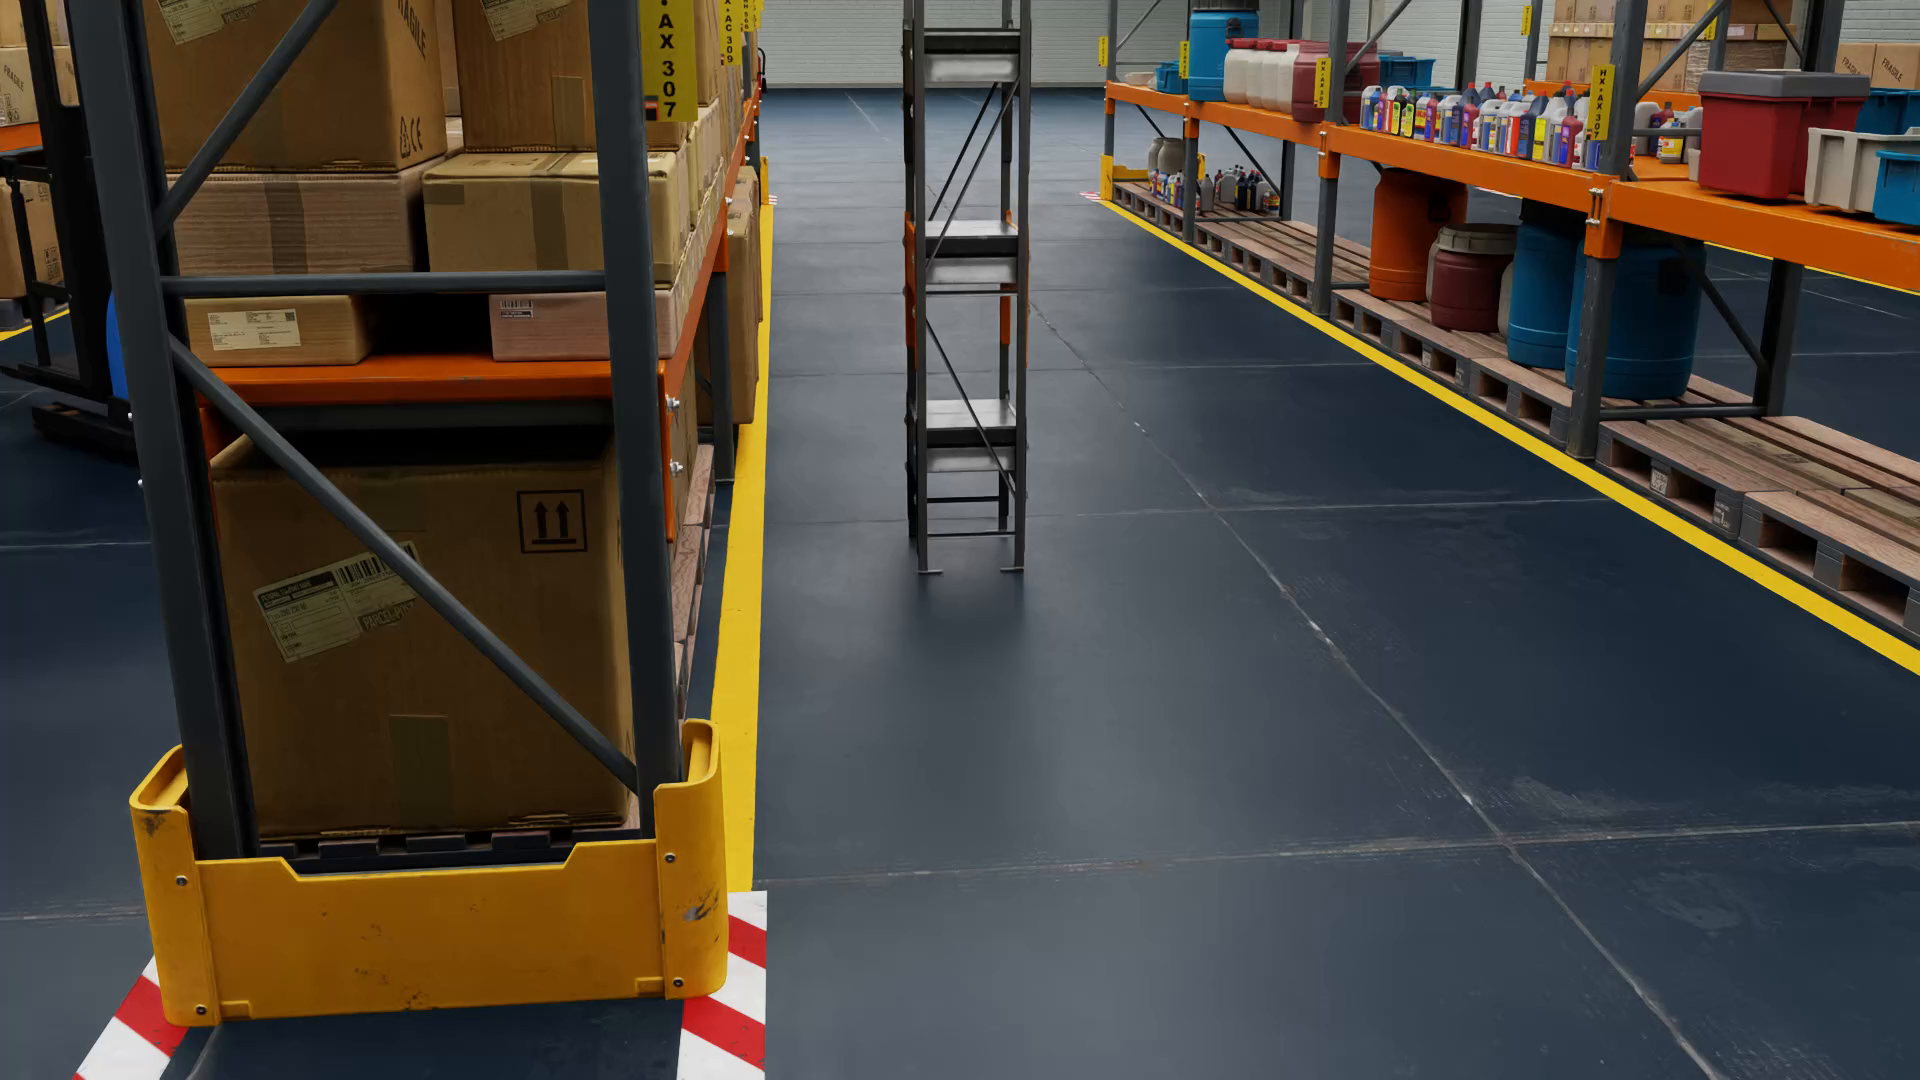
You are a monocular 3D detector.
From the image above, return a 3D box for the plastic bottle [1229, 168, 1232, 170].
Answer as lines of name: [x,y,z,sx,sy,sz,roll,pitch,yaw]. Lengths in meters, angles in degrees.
plastic bottle: [2.826,-3.759,17.444,0.061,0.283,0.133,-1,17,-4]

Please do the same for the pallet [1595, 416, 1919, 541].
pallet: [3.522,-0.290,7.248,1.003,0.211,1.213,-2,18,-6]

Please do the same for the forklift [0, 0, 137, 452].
forklift: [-4.003,-1.982,8.096,3.031,2.935,1.130,13,22,36]

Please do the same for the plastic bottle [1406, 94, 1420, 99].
plastic bottle: [2.811,-2.658,10.351,0.097,0.271,0.097,0,17,0]

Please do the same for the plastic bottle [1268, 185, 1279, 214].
plastic bottle: [2.986,-3.238,15.804,0.097,0.271,0.097,0,17,0]

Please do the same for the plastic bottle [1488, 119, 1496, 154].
plastic bottle: [2.903,-2.184,8.956,0.097,0.201,0.097,0,17,0]

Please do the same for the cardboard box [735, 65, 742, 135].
cardboard box: [-1.634,-2.785,10.374,0.500,0.500,0.500,-1,17,-4]

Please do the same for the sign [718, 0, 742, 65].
sign: [-0.967,-2.154,6.951,0.100,0.325,0.005,-2,18,-6]

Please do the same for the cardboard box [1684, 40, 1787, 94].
cardboard box: [7.458,-4.553,16.006,0.700,0.500,0.500,-2,18,-7]

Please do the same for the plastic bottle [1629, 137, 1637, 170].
plastic bottle: [3.168,-1.860,7.926,0.097,0.201,0.097,0,17,0]

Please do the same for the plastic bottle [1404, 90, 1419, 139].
plastic bottle: [2.758,-2.587,10.105,0.061,0.283,0.133,-2,18,-6]

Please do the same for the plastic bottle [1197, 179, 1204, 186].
plastic bottle: [2.355,-3.384,16.262,0.152,0.276,0.135,-2,18,-6]

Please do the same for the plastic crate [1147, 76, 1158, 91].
plastic crate: [2.163,-4.572,16.672,0.530,0.136,0.437,-2,18,-6]

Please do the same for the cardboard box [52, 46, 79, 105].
cardboard box: [-6.809,-3.394,12.312,0.500,0.500,0.500,-2,18,-6]

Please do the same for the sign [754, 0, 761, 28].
sign: [-1.792,-4.639,14.513,0.100,0.325,0.005,-2,18,-6]

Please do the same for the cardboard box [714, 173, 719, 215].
cardboard box: [-1.082,-1.255,6.085,0.380,0.149,0.250,-1,17,-5]

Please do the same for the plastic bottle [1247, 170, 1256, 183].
plastic bottle: [2.893,-3.477,16.433,0.144,0.351,0.185,-3,18,-8]

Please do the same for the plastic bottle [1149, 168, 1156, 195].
plastic bottle: [2.047,-3.772,17.504,0.097,0.271,0.097,0,17,0]

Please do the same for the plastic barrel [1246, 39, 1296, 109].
plastic barrel: [2.539,-3.776,13.470,0.433,0.535,0.433,0,17,0]

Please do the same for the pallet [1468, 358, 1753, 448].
pallet: [3.370,-0.739,8.678,1.003,0.211,1.213,-2,18,-6]

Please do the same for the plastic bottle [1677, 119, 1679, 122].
plastic bottle: [3.706,-2.066,8.583,0.097,0.201,0.097,0,17,0]

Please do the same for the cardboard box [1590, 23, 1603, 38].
cardboard box: [7.032,-5.491,17.911,0.380,0.149,0.250,-2,18,-7]

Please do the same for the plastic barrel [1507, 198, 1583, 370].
plastic barrel: [3.296,-1.411,8.966,0.600,0.901,0.708,-2,18,-6]

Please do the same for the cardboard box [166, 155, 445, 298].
cardboard box: [-1.420,-0.700,3.652,0.500,0.250,0.500,-2,18,-7]

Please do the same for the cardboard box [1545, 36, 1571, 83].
cardboard box: [7.133,-5.473,18.937,0.700,0.500,0.500,-2,18,-6]

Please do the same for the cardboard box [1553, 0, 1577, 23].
cardboard box: [7.138,-6.077,18.692,0.700,0.500,0.500,-2,18,-5]

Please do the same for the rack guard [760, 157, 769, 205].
rack guard: [-2.749,-4.045,18.727,1.175,0.500,0.348,-2,18,-6]

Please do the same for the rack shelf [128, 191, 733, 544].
rack shelf: [-1.312,-0.746,5.247,1.077,0.370,4.000,-2,18,-6]

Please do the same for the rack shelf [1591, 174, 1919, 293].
rack shelf: [3.614,-0.899,5.734,1.077,0.370,4.000,-2,18,-6]

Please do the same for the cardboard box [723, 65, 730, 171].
cardboard box: [-1.370,-2.027,7.960,0.500,0.500,0.500,-2,18,-6]

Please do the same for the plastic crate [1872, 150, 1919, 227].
plastic crate: [3.354,-1.199,5.668,0.416,0.233,0.300,-2,18,-6]

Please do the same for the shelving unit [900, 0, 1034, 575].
shelving unit: [0.017,-0.952,6.205,0.431,2.100,0.503,-2,18,-6]

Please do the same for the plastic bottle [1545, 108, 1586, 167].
plastic bottle: [3.008,-1.995,8.232,0.152,0.276,0.135,-2,18,-6]

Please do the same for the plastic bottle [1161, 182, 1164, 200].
plastic bottle: [2.103,-3.577,17.000,0.097,0.201,0.097,0,17,0]

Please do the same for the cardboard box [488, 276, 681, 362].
cardboard box: [-0.815,-0.489,3.648,0.380,0.149,0.250,-2,17,-5]

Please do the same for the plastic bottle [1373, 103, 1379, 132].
plastic bottle: [2.713,-2.732,10.702,0.097,0.201,0.097,0,17,0]

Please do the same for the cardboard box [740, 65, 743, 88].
cardboard box: [-1.875,-3.512,12.405,0.500,0.250,0.500,-2,18,-7]

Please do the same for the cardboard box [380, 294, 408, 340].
cardboard box: [-1.499,-0.547,3.830,0.380,0.149,0.250,-2,18,-5]

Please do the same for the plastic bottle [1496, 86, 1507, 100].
plastic bottle: [3.485,-2.798,10.777,0.061,0.283,0.133,-2,18,-6]

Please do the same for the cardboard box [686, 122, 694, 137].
cardboard box: [-0.998,-1.376,4.554,0.500,0.500,0.500,-2,18,-7]

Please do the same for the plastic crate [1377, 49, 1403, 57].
plastic crate: [3.133,-3.551,12.874,0.402,0.464,0.583,-2,18,-6]

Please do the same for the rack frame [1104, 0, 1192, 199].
rack frame: [2.170,-5.413,18.912,1.000,3.000,0.127,-2,18,-6]

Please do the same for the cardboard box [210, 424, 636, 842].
cardboard box: [-1.252,0.132,4.096,0.875,0.875,0.875,-2,18,-6]

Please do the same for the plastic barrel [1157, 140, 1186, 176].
plastic barrel: [2.366,-4.084,18.129,0.421,0.512,0.421,0,17,0]

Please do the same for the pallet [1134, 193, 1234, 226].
pallet: [2.426,-3.457,17.336,1.003,0.211,1.213,-2,18,-6]

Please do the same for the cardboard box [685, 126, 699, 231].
cardboard box: [-0.996,-1.020,4.671,0.500,0.250,0.500,-2,18,-7]

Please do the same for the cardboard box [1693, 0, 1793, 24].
cardboard box: [7.458,-5.172,15.811,0.700,0.500,0.500,-2,18,-5]

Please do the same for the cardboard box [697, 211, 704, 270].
cardboard box: [-0.950,-0.872,4.868,0.380,0.149,0.250,-2,18,-6]

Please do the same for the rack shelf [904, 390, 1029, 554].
rack shelf: [0.017,-0.272,6.419,0.431,0.518,0.480,-2,18,-6]

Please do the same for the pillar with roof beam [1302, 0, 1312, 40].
pillar with roof beam: [5.581,-17.205,46.456,9.100,9.000,0.400,-2,18,-6]

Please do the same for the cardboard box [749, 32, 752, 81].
cardboard box: [-2.329,-4.394,15.002,0.875,0.500,0.500,-2,18,-6]

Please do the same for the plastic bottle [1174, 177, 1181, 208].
plastic bottle: [2.152,-3.423,16.373,0.061,0.283,0.133,-1,17,-2]

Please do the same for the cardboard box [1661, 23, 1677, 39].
cardboard box: [7.188,-5.035,16.457,0.380,0.149,0.250,-2,18,-6]

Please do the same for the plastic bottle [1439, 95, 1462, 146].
plastic bottle: [2.861,-2.419,9.580,0.152,0.276,0.135,-2,18,-6]

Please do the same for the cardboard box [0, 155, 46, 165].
cardboard box: [-7.039,-2.603,13.015,1.050,0.750,0.750,-2,18,-6]

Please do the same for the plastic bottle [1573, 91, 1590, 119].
plastic bottle: [3.131,-2.083,8.386,0.144,0.351,0.185,-2,18,-6]

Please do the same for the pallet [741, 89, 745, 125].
pallet: [-2.111,-2.994,11.527,1.213,0.211,1.003,-2,18,-6]

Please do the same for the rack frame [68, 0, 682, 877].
rack frame: [-1.106,-0.493,3.241,1.000,3.000,0.127,-2,18,-6]
